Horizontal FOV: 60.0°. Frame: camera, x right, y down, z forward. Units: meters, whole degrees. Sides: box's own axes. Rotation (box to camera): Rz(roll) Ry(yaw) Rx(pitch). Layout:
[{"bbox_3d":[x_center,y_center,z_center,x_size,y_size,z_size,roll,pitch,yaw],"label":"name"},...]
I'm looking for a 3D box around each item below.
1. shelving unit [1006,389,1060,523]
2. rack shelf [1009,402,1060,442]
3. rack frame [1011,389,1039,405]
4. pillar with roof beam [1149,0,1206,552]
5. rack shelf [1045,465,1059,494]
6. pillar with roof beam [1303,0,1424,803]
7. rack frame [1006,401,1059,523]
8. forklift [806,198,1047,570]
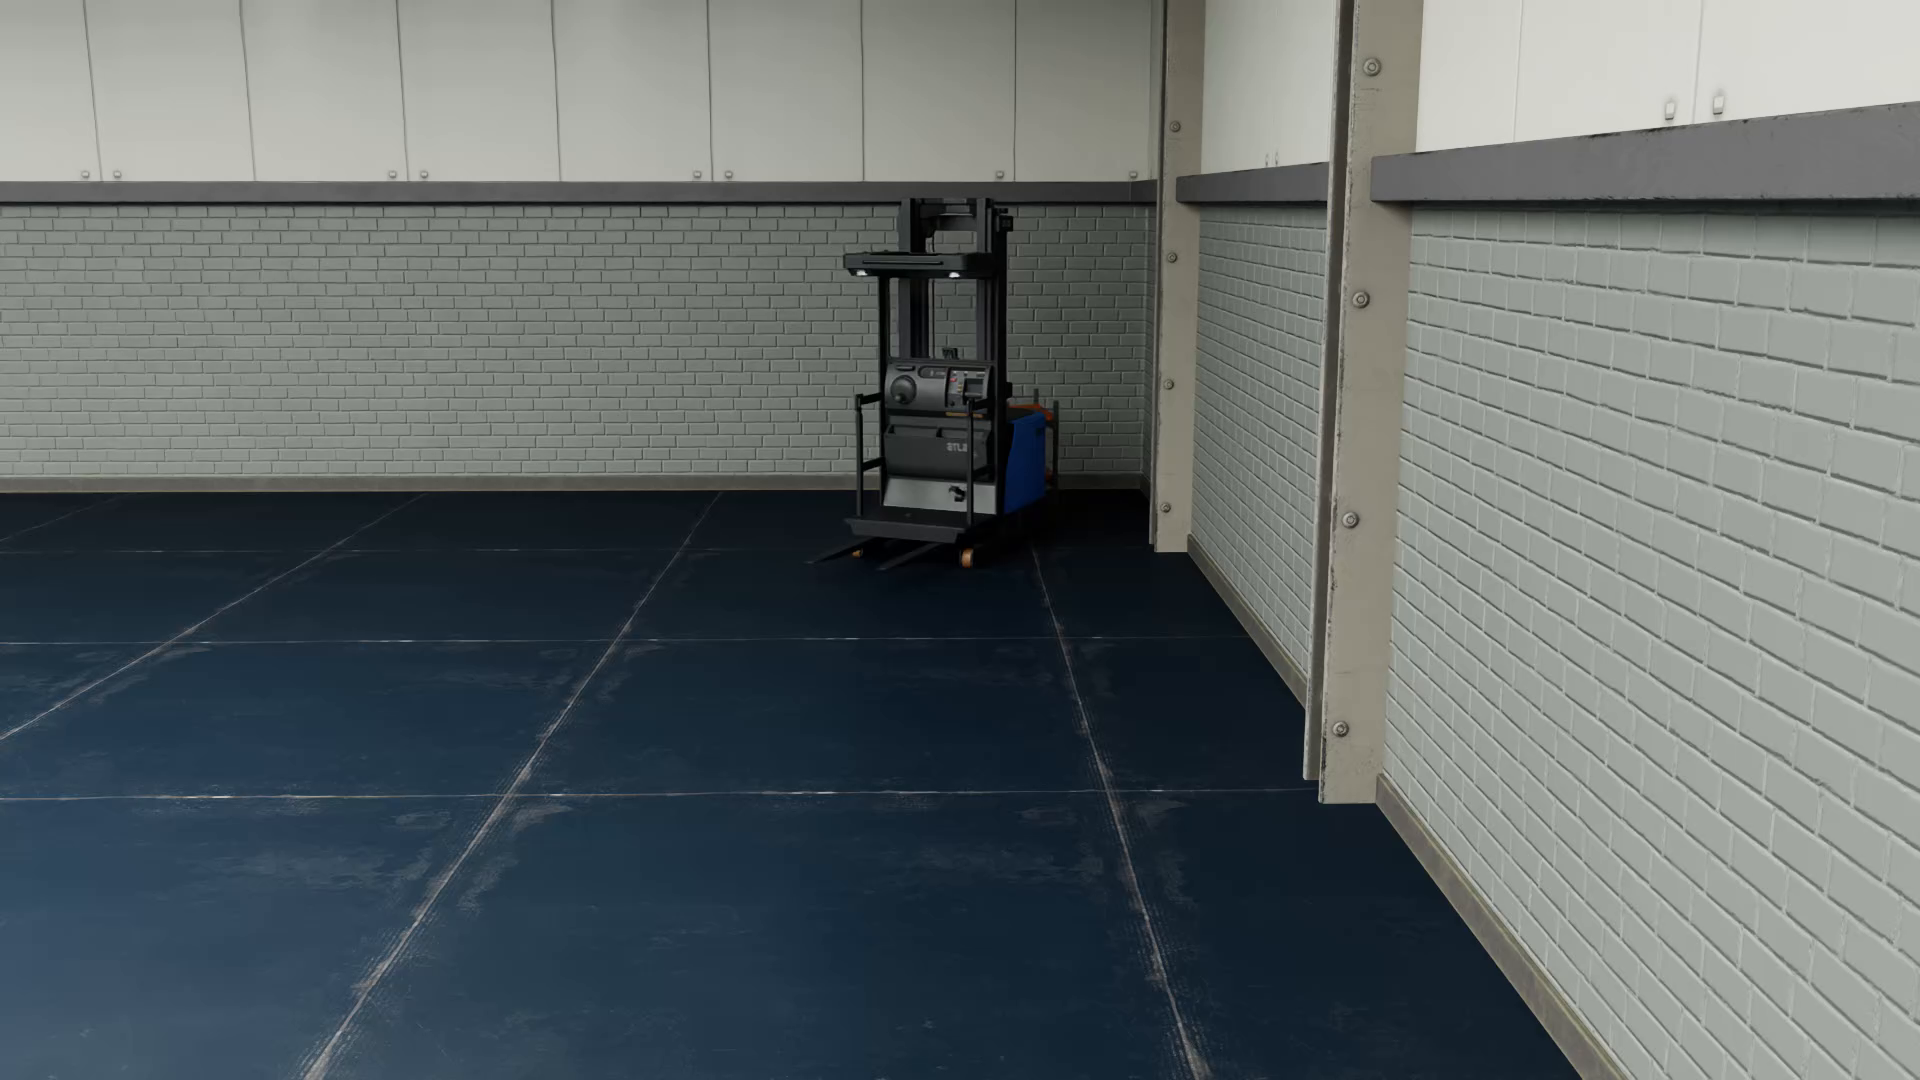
[{"bbox_3d":[0.581,-0.810,15.724,0.538,1.125,1.048,-2,12,-8],"label":"shelving unit"},{"bbox_3d":[0.581,-1.097,15.666,0.538,0.278,1.000,-2,12,-8],"label":"rack shelf"},{"bbox_3d":[0.513,-0.910,16.218,0.500,1.125,0.032,-2,12,-8],"label":"rack frame"},{"bbox_3d":[-2.505,-4.330,13.270,9.100,9.000,0.400,0,11,-1],"label":"pillar with roof beam"},{"bbox_3d":[0.581,-0.571,15.773,0.538,0.278,1.000,-2,12,-8],"label":"rack shelf"},{"bbox_3d":[-2.381,-3.138,7.391,9.100,9.000,0.400,0,11,-1],"label":"pillar with roof beam"},{"bbox_3d":[0.649,-0.710,15.230,0.500,1.125,0.032,-2,12,-8],"label":"rack frame"},{"bbox_3d":[-0.268,-1.301,13.601,1.130,2.935,3.031,5,12,23],"label":"forklift"}]
